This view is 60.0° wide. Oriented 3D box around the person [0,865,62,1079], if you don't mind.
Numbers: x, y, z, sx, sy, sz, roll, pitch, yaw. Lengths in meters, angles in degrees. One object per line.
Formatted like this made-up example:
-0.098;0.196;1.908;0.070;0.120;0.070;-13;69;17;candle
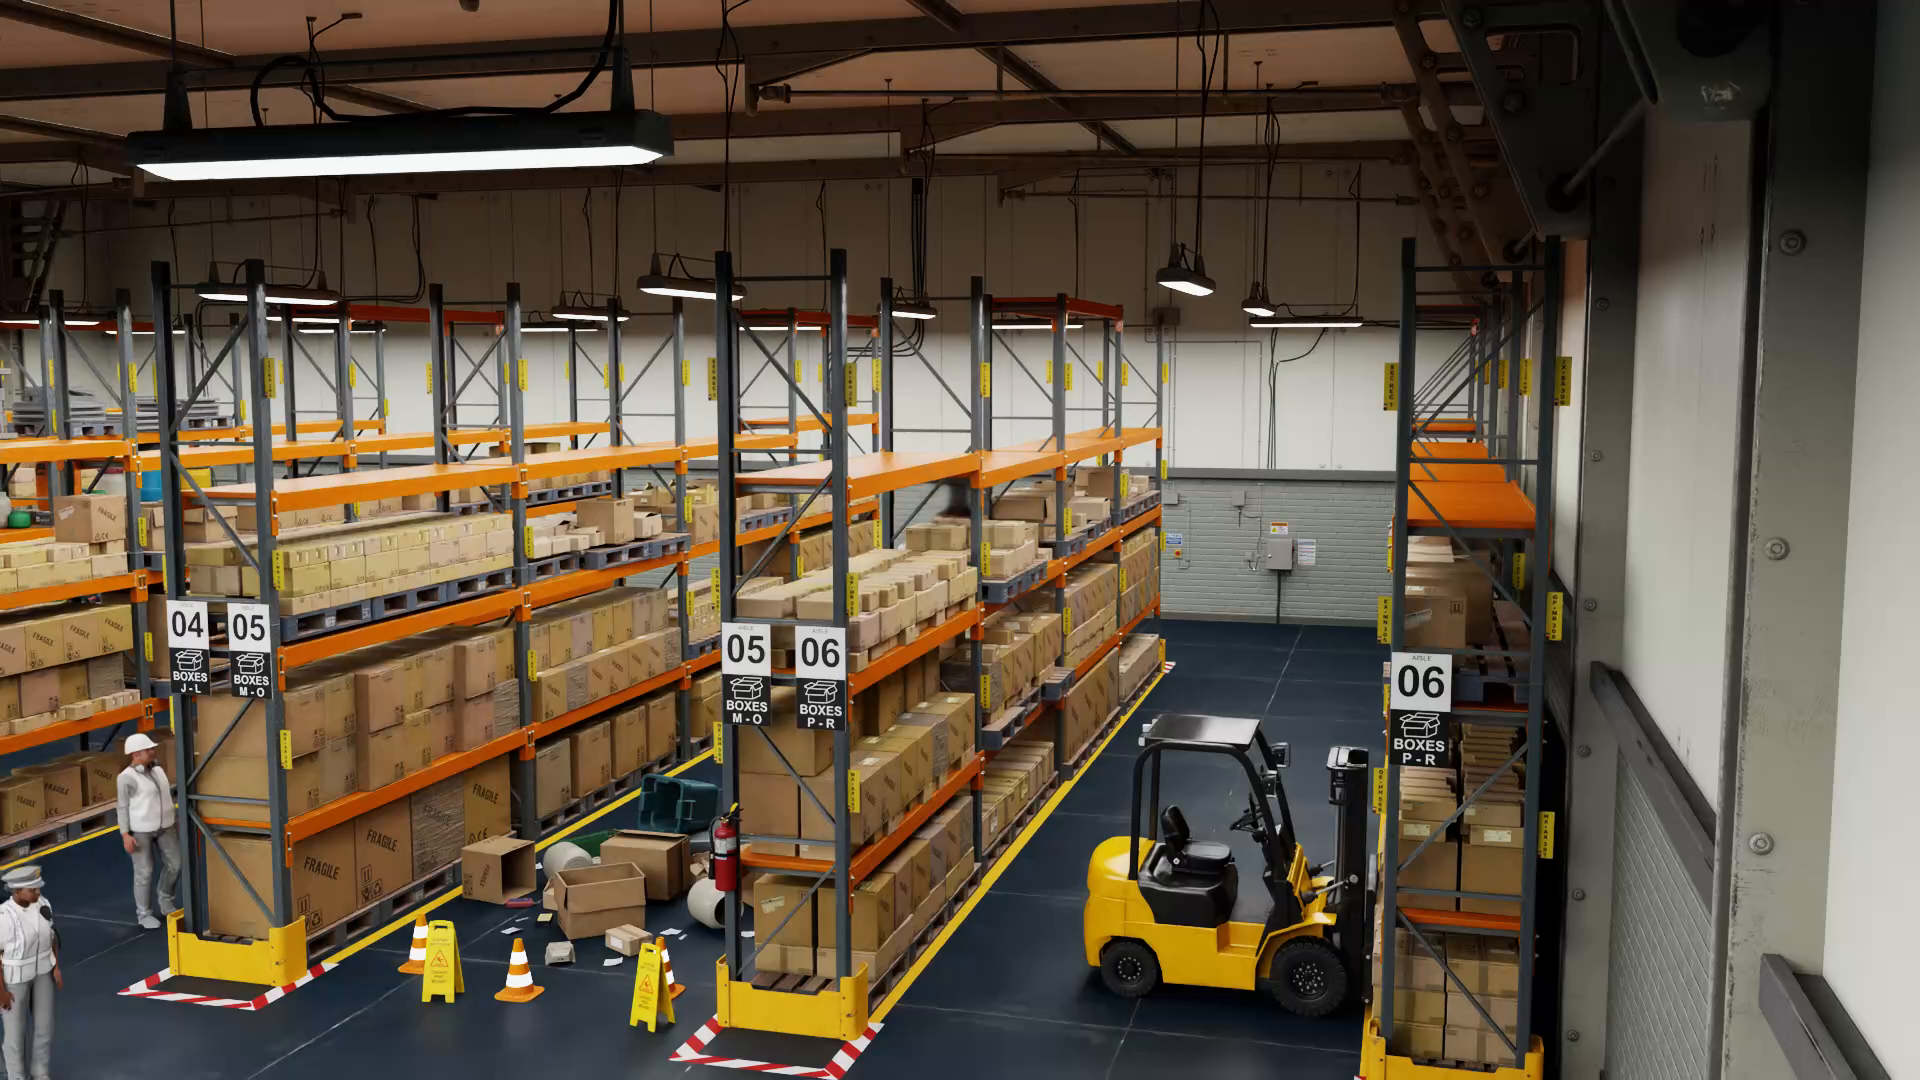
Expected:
-6.589;3.110;11.739;0.397;1.672;0.469;3;7;27;person

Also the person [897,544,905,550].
-1.101;0.938;31.933;1.047;1.728;0.693;-6;8;-42;person

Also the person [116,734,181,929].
-7.500;2.672;15.405;0.493;1.786;0.607;4;7;32;person
